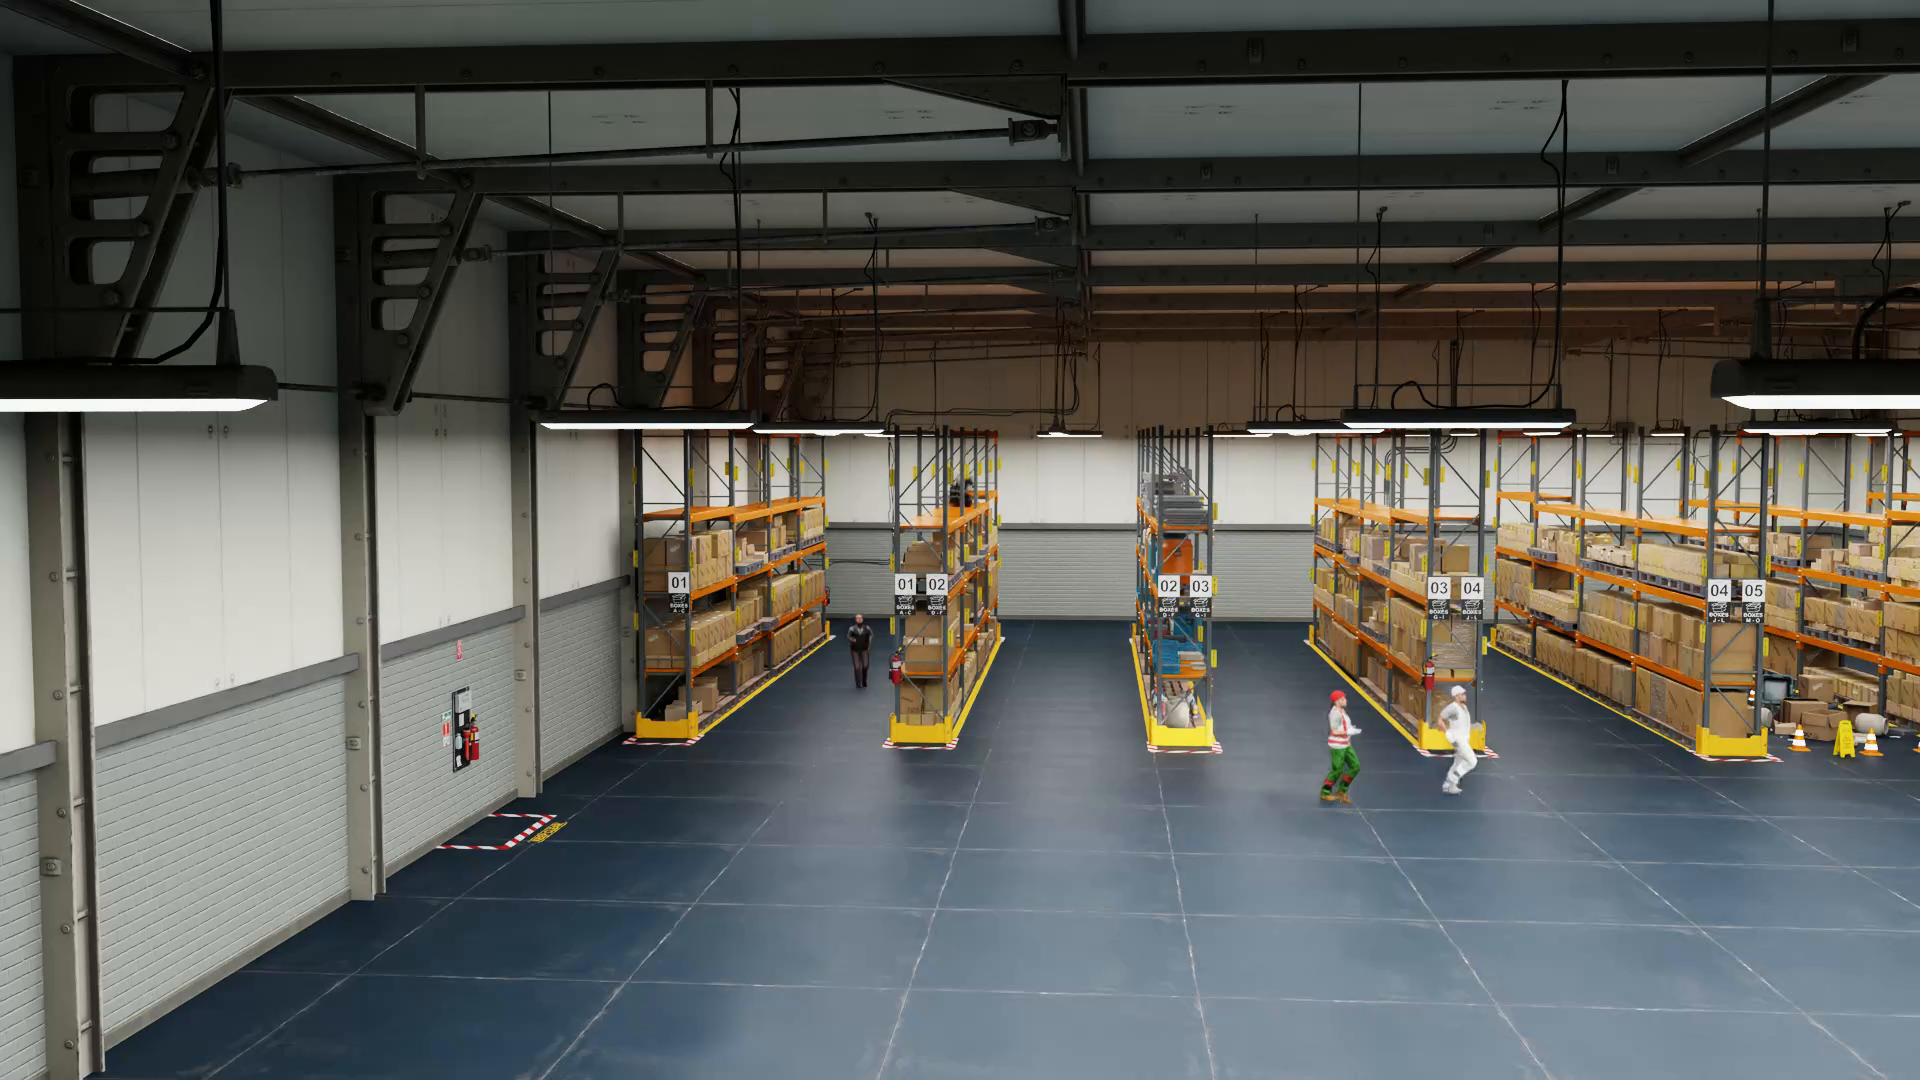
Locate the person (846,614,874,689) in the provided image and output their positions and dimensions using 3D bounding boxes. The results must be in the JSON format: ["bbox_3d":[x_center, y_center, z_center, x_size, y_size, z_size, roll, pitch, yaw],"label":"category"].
[{"bbox_3d":[-2.288,2.576,38.249,0.642,1.714,0.647,0,3,-7],"label":"person"}]

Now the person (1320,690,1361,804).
[{"bbox_3d":[6.004,3.264,26.102,0.681,1.809,0.635,2,4,32],"label":"person"}]

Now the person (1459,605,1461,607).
[{"bbox_3d":[13.406,2.266,43.848,0.573,1.691,0.812,1,3,10],"label":"person"}]

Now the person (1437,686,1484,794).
[{"bbox_3d":[8.075,3.220,26.735,0.642,1.742,0.649,2,4,35],"label":"person"}]
